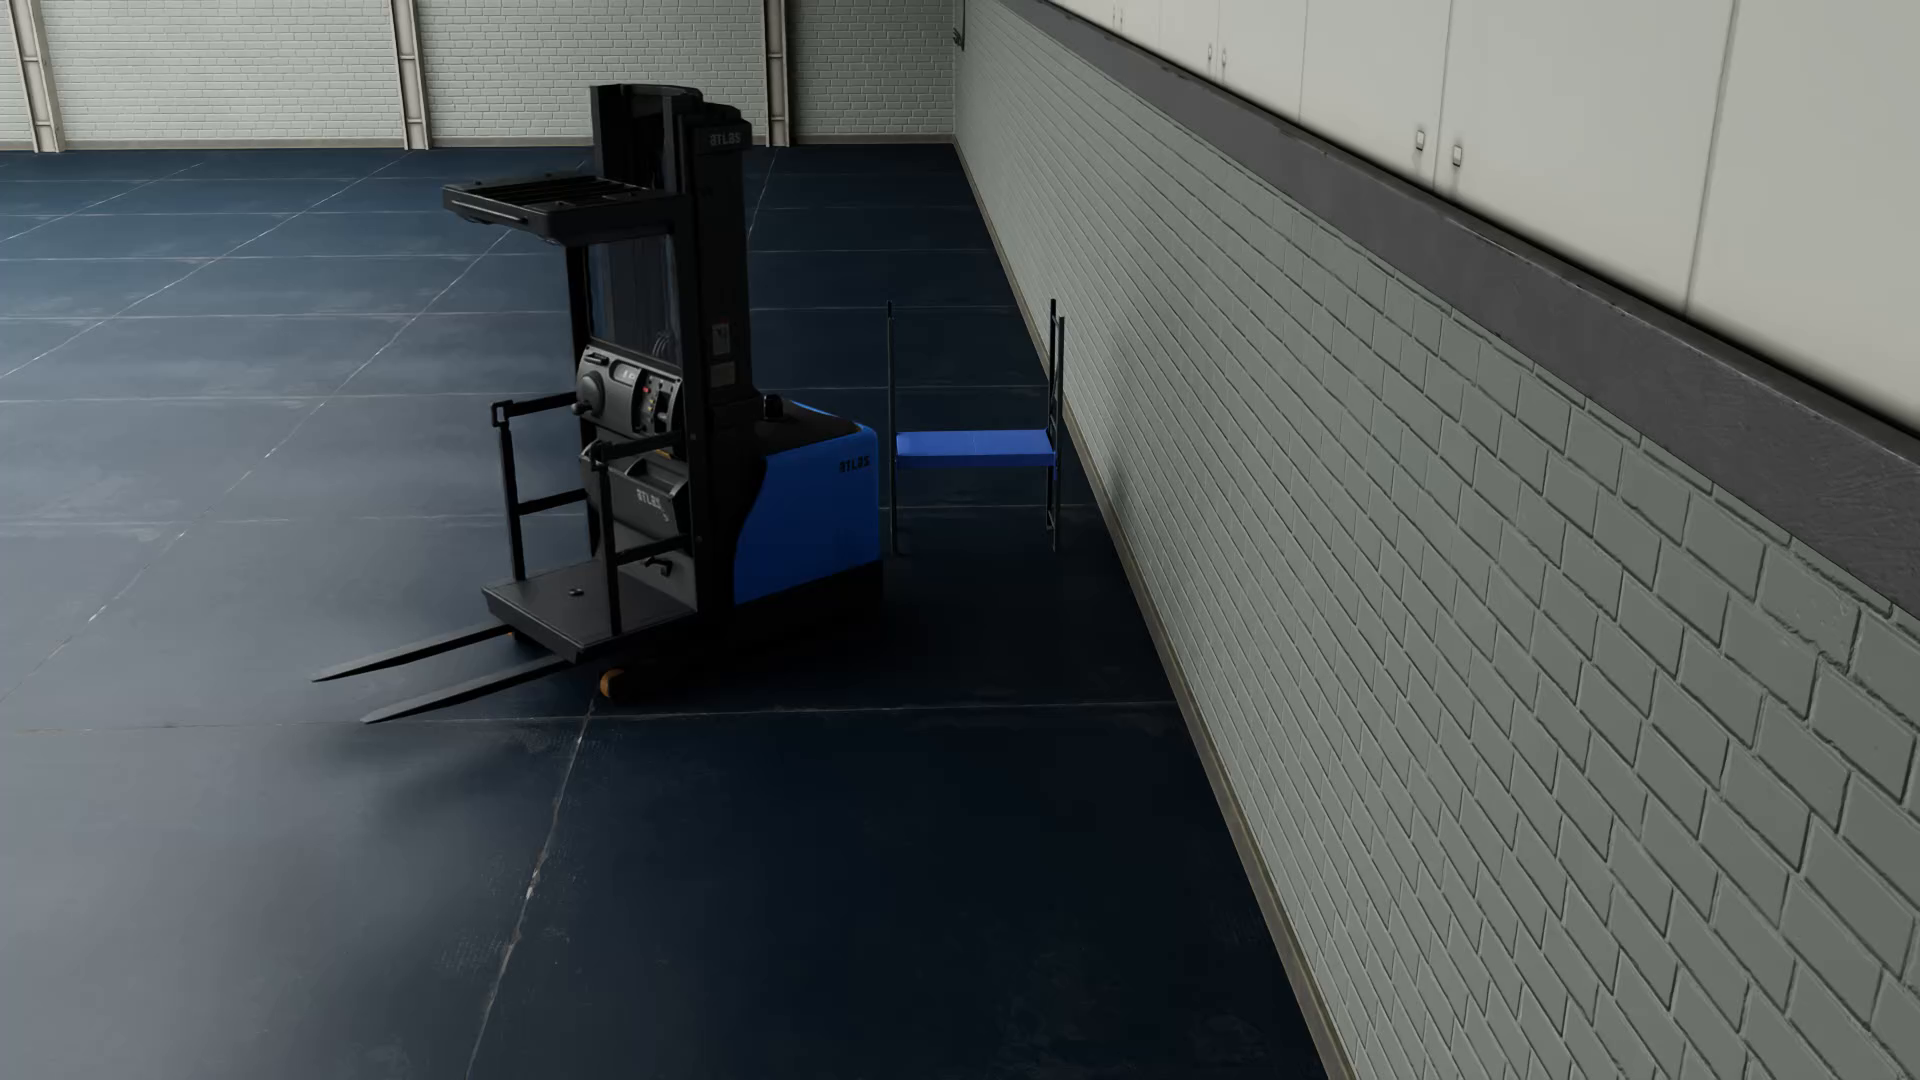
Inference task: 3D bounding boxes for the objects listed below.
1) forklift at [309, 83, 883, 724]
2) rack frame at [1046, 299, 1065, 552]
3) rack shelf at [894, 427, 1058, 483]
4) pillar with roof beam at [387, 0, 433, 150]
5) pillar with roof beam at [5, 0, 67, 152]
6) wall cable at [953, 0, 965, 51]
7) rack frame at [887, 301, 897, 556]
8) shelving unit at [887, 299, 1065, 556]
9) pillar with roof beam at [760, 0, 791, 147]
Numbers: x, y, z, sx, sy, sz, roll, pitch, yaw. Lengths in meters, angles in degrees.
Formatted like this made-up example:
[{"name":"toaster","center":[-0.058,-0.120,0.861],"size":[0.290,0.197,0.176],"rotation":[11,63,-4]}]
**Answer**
[{"name":"forklift","center":[-1.872,-0.756,8.488],"size":[3.031,2.935,1.130],"rotation":[-18,27,-39]},{"name":"rack frame","center":[0.593,-0.713,10.386],"size":[0.032,1.500,0.500],"rotation":[-1,21,-3]},{"name":"rack shelf","center":[0.085,-0.535,10.423],"size":[1.000,0.185,0.538],"rotation":[-1,21,-3]},{"name":"pillar with roof beam","center":[-8.823,-9.244,22.253],"size":[0.400,9.000,9.100],"rotation":[-1,21,-3]},{"name":"pillar with roof beam","center":[-14.813,-9.122,21.933],"size":[0.400,9.000,9.100],"rotation":[-1,21,-3]},{"name":"wall cable","center":[-0.062,-9.034,26.066],"size":[0.112,2.526,3.097],"rotation":[-1,21,-3]},{"name":"rack frame","center":[-0.422,-0.692,10.332],"size":[0.032,1.500,0.500],"rotation":[-1,21,-3]},{"name":"shelving unit","center":[0.085,-0.703,10.359],"size":[1.048,1.500,0.538],"rotation":[-1,21,-3]},{"name":"pillar with roof beam","center":[-2.832,-9.366,22.573],"size":[0.400,9.000,9.100],"rotation":[-1,21,-3]}]
